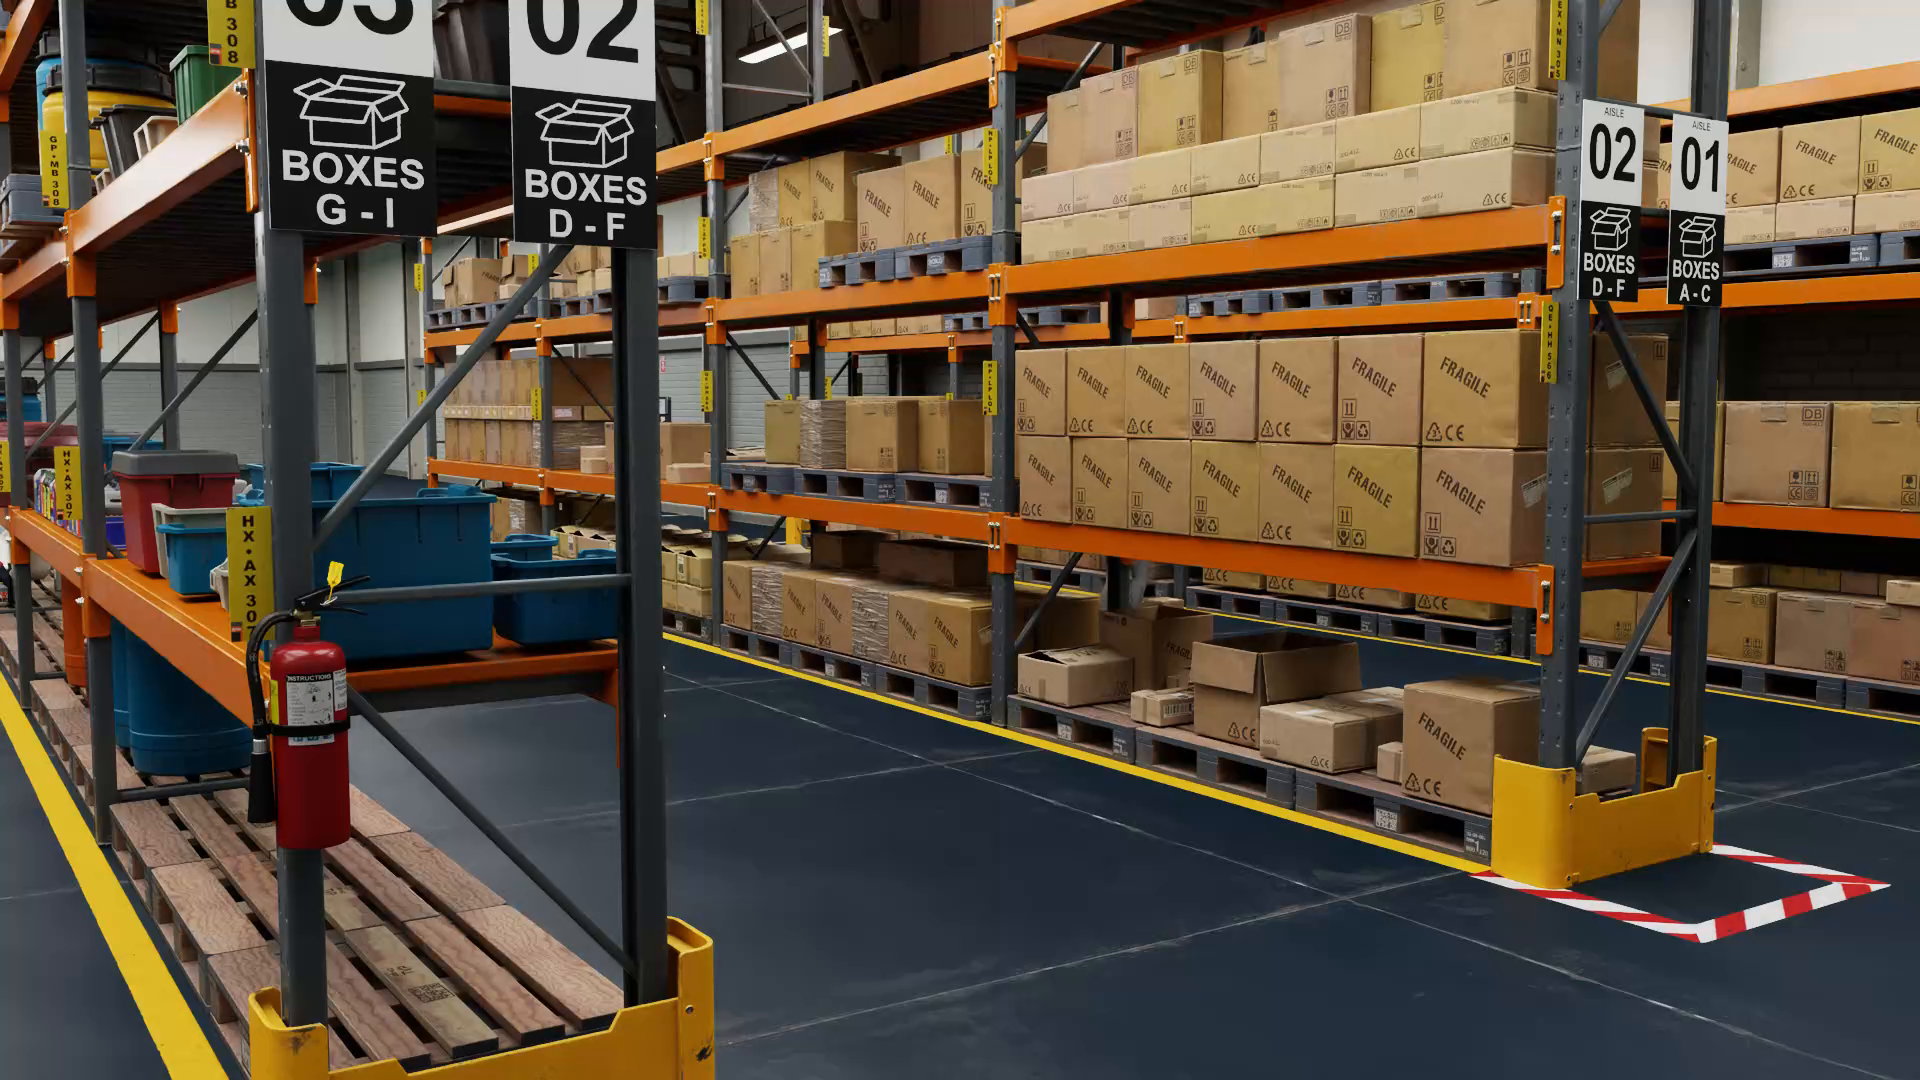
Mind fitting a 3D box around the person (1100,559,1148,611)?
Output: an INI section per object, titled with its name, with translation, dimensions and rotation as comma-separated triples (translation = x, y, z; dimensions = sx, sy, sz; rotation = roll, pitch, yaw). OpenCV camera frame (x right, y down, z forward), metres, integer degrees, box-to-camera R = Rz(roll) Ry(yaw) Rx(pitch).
[person]
translation = 1.432, -0.033, 14.447
dimensions = 0.396, 1.685, 0.438
rotation = -3, 6, -33
